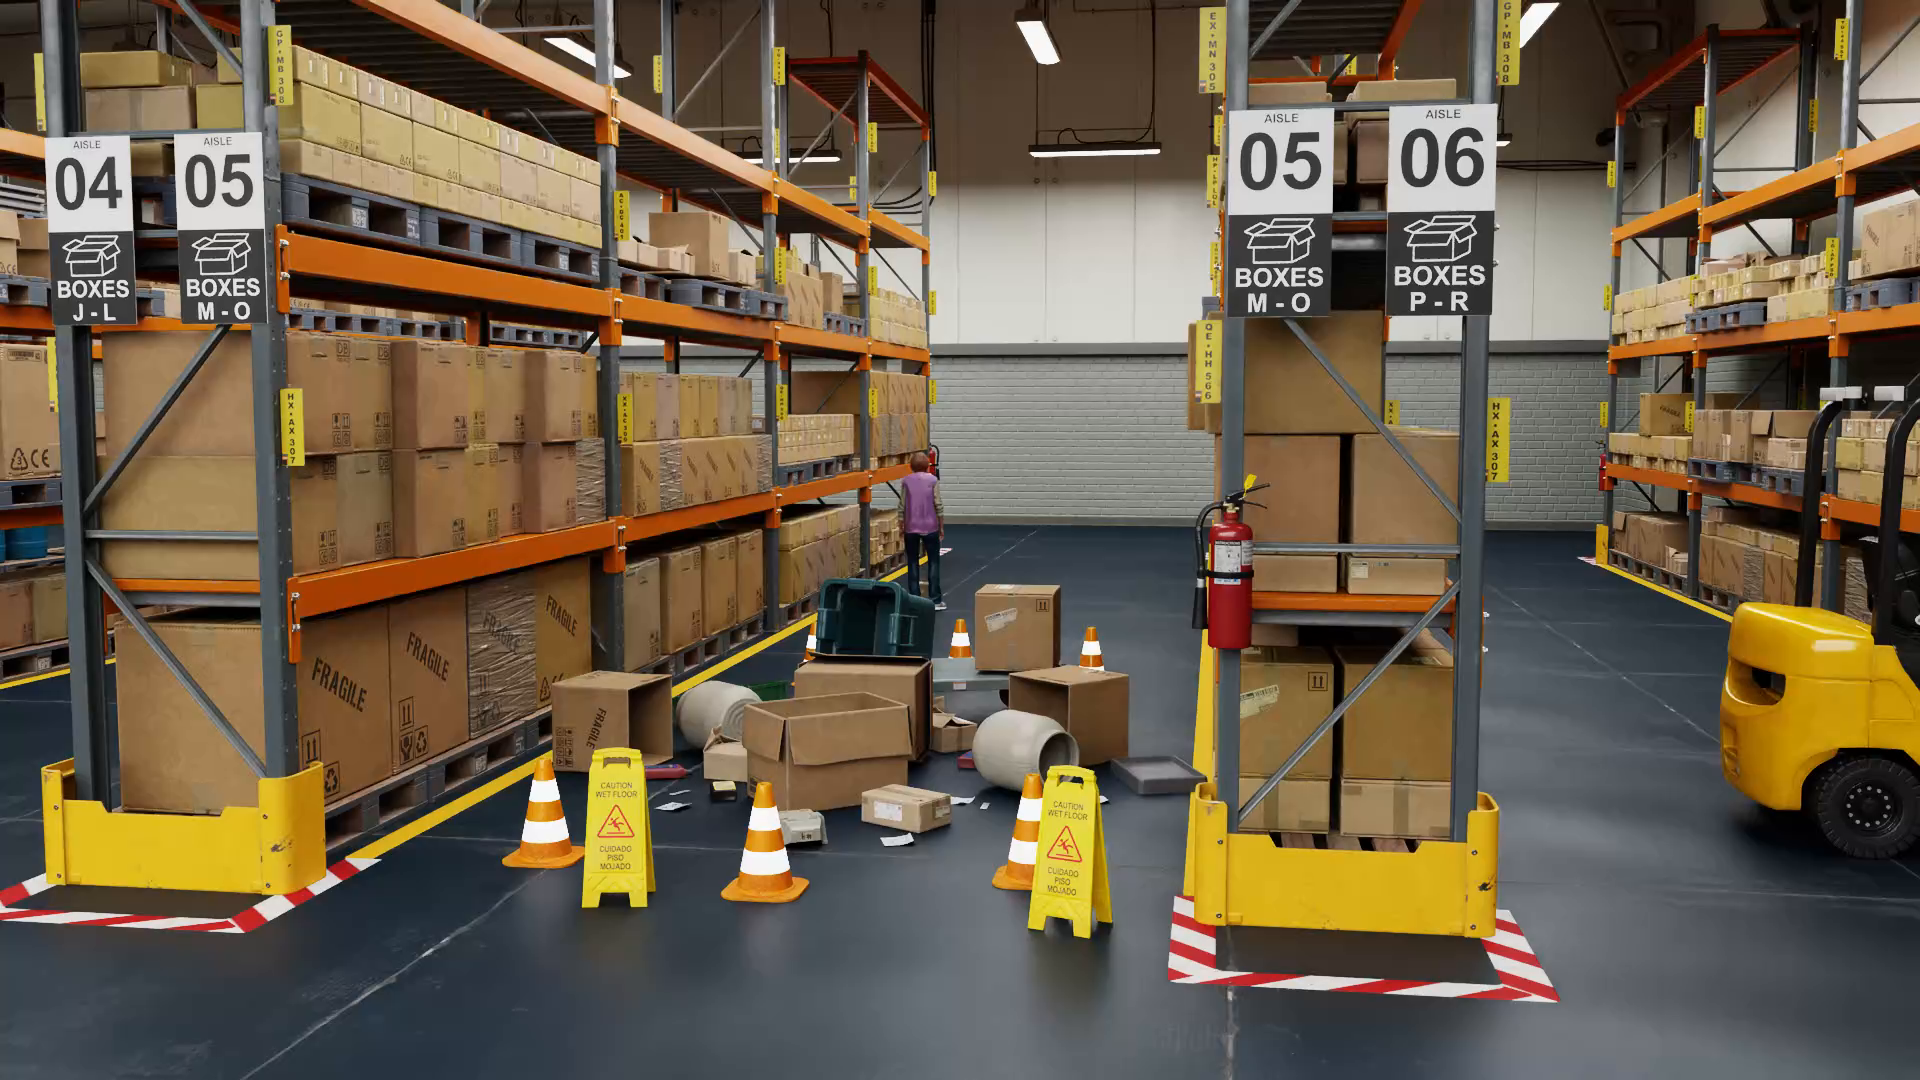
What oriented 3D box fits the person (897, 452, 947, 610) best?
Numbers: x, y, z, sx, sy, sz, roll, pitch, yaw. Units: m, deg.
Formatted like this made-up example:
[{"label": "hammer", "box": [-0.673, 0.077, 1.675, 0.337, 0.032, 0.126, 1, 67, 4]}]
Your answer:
[{"label": "person", "box": [-0.385, -0.088, 16.702, 0.484, 1.593, 0.375, 0, 5, 5]}]
